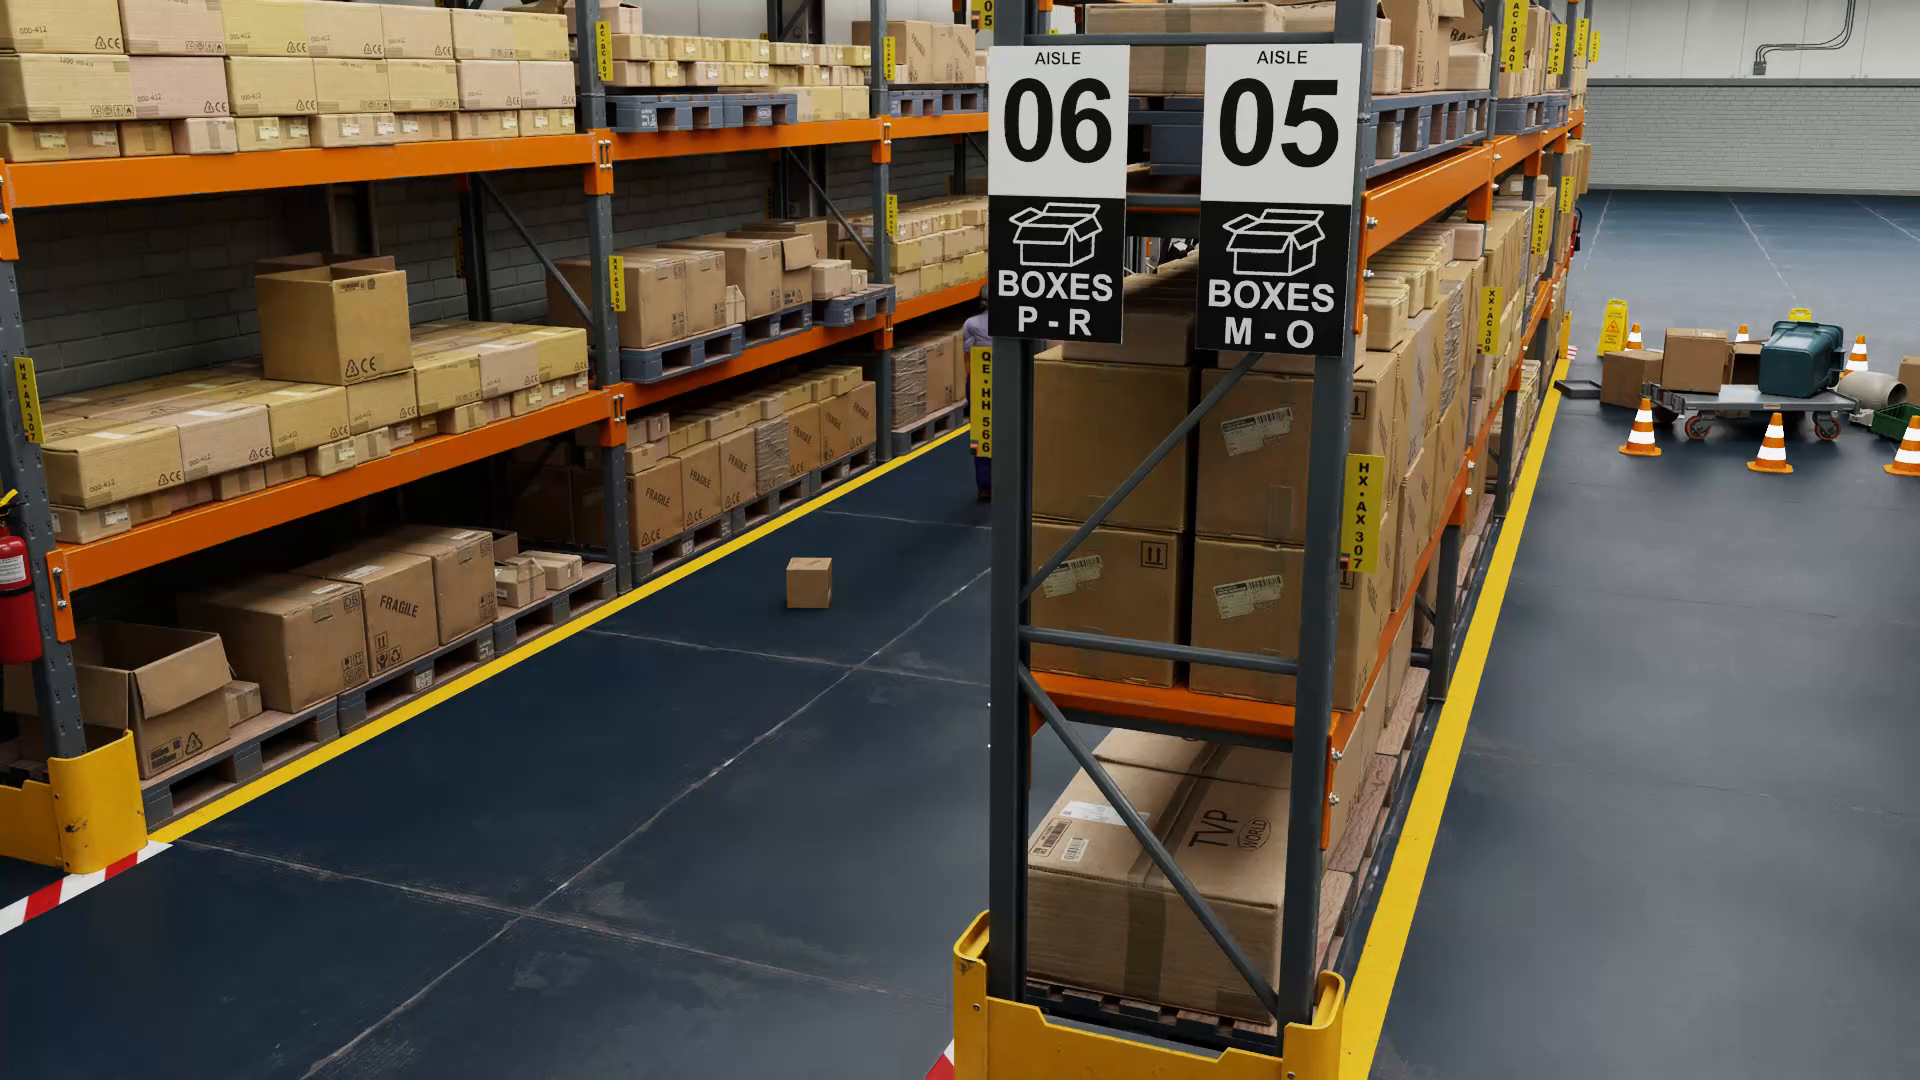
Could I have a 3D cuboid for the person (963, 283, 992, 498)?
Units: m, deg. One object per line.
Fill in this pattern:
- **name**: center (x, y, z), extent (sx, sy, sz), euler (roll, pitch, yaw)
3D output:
- **person**: center (0.262, -1.112, 12.508), extent (0.475, 1.637, 0.454), euler (5, 16, 19)
